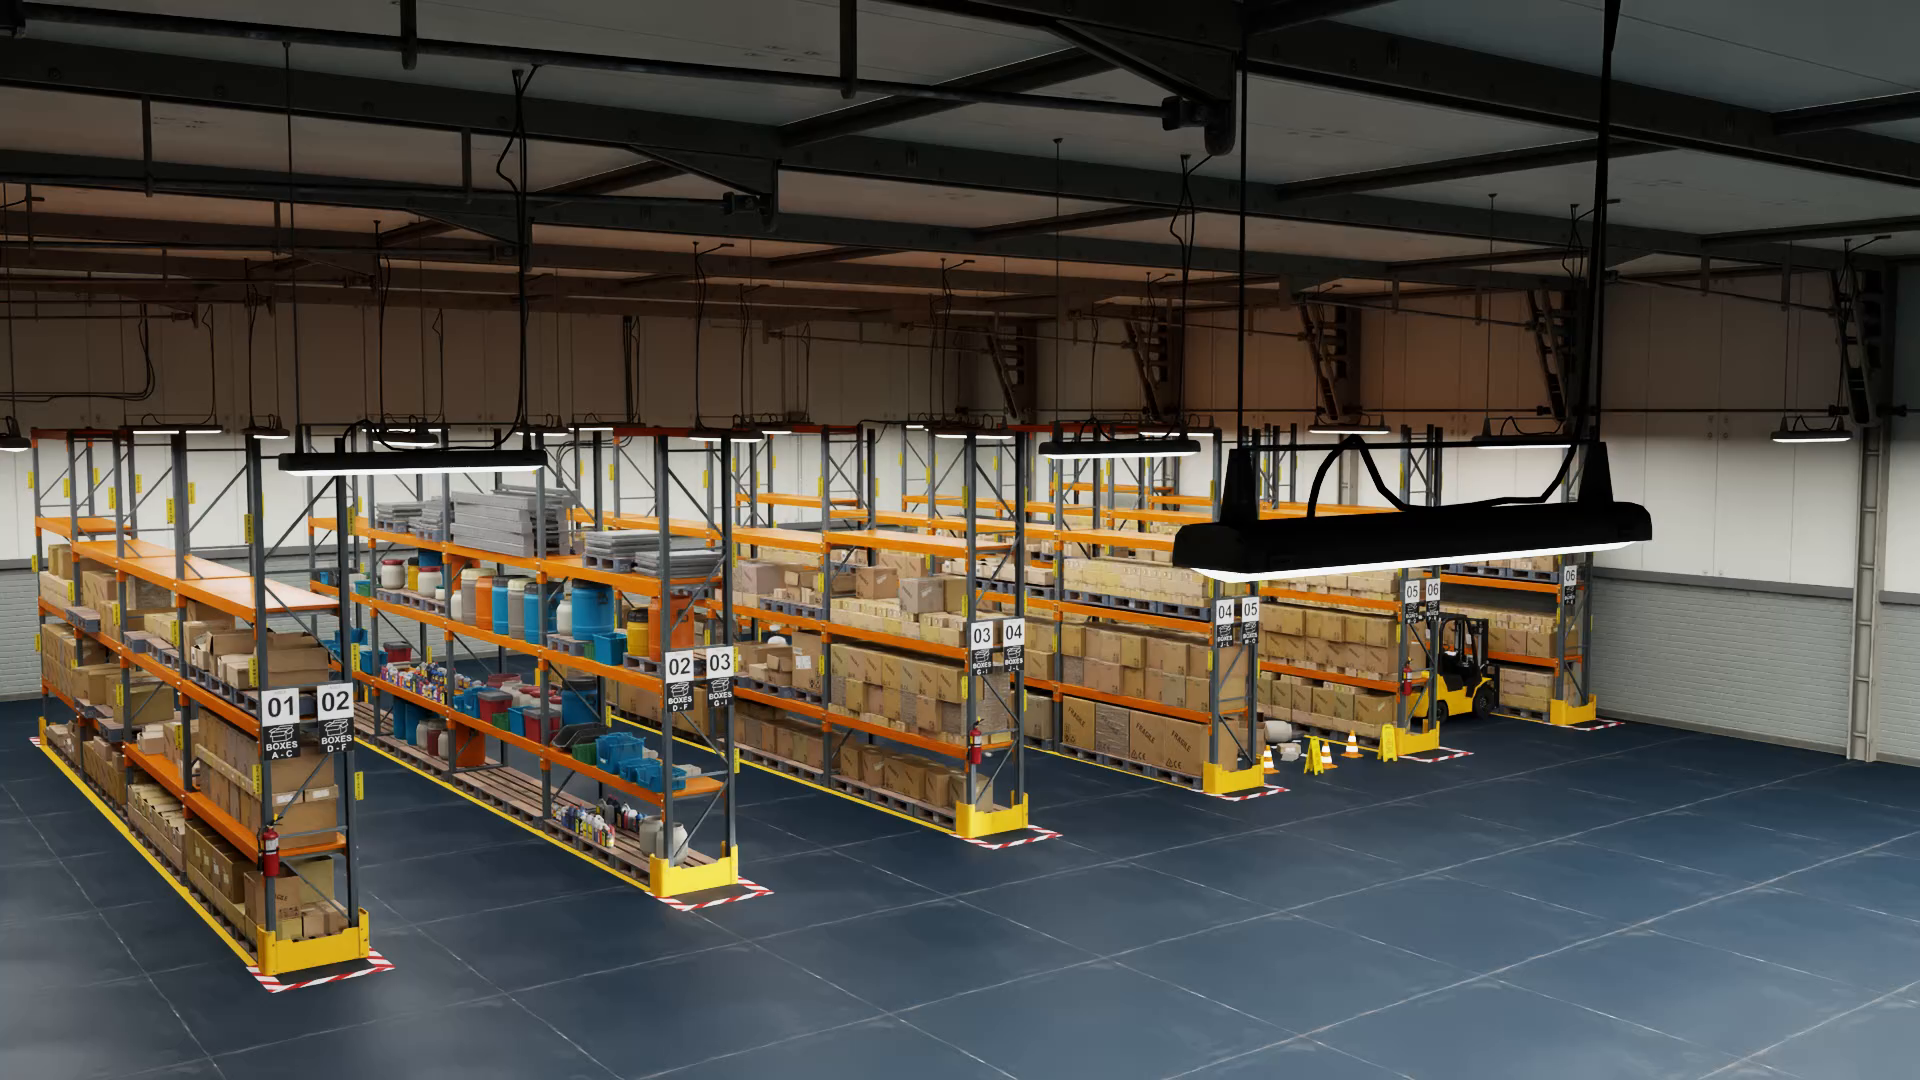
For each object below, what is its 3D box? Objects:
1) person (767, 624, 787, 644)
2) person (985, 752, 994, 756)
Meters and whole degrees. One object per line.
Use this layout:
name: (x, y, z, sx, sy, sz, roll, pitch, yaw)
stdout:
person: (-3.908, 2.669, 35.926, 0.507, 1.676, 0.478, -2, 5, -27)
person: (0.399, 3.109, 30.661, 0.745, 1.669, 0.469, 4, 6, 39)
